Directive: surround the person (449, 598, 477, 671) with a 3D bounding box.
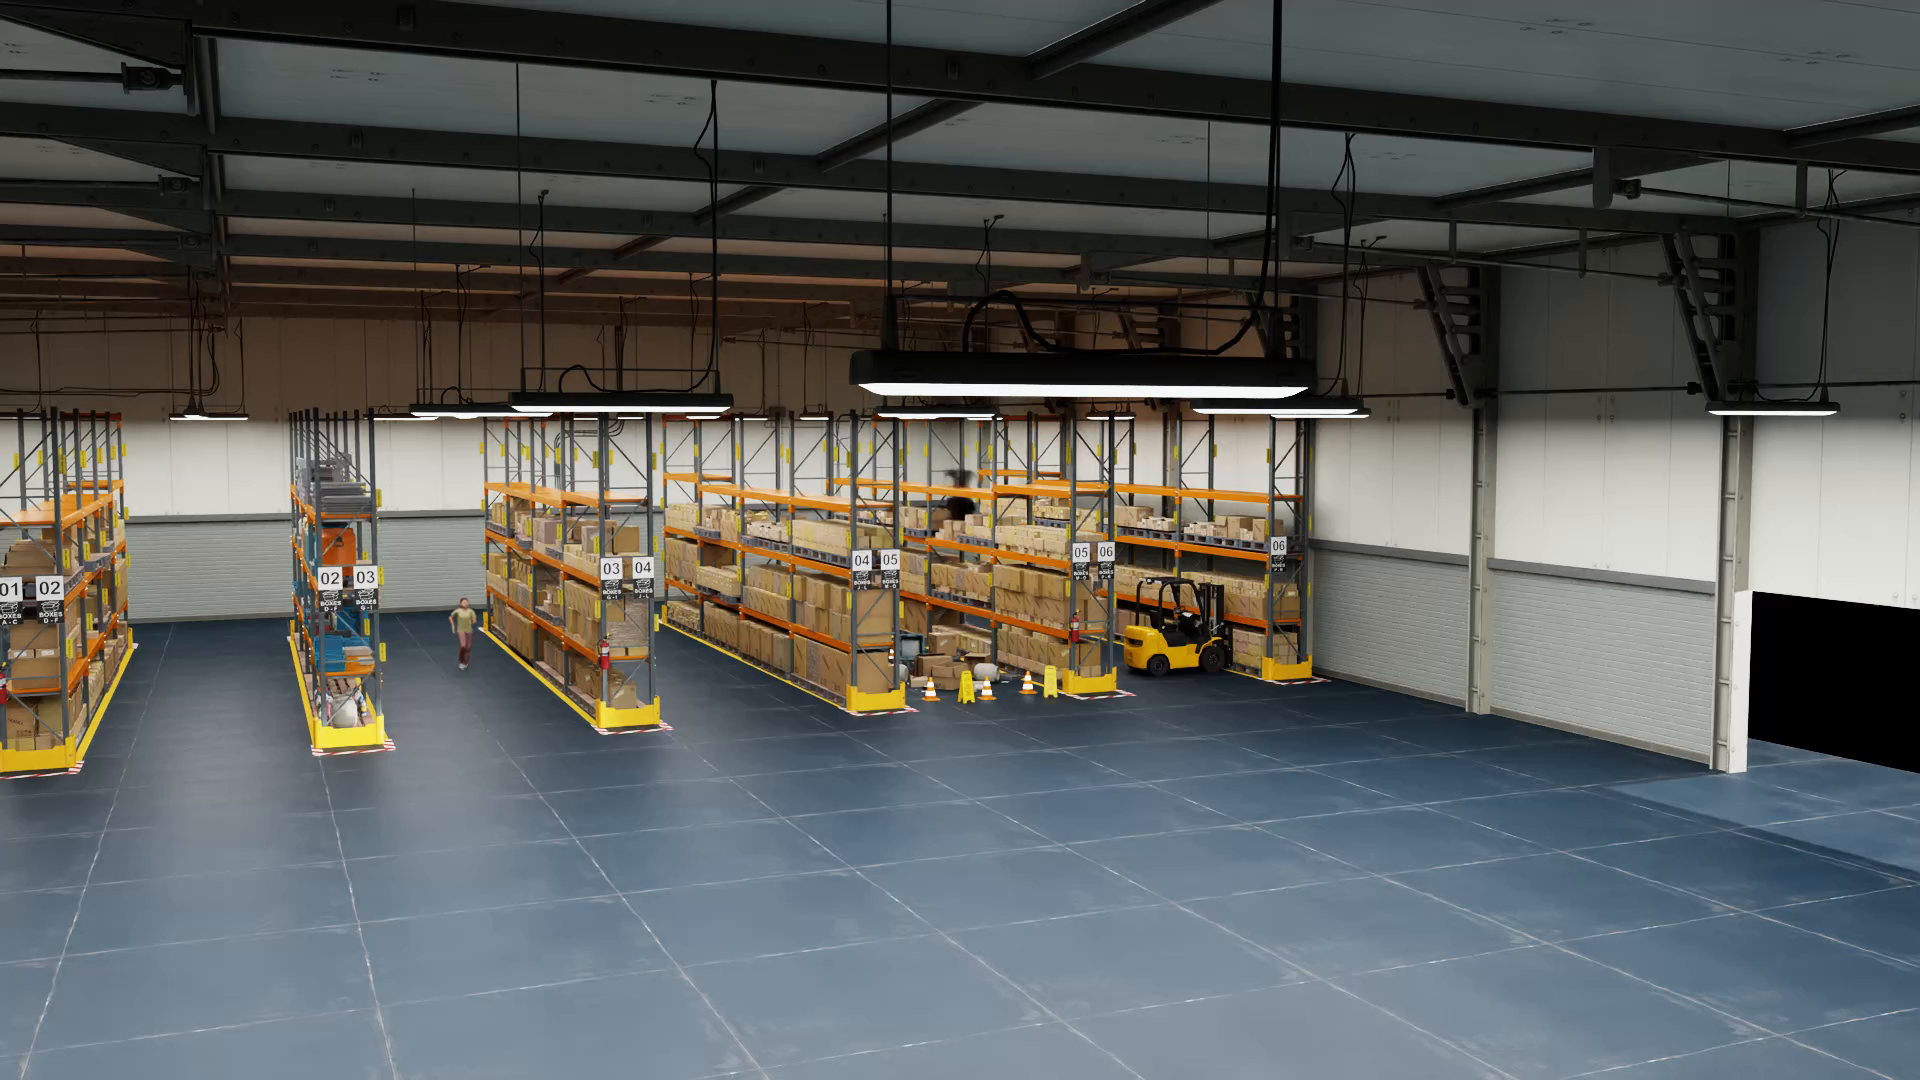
[{"bbox_3d":[-11.525,2.180,38.664,0.564,1.687,0.684,-2,5,-30],"label":"person"}]
